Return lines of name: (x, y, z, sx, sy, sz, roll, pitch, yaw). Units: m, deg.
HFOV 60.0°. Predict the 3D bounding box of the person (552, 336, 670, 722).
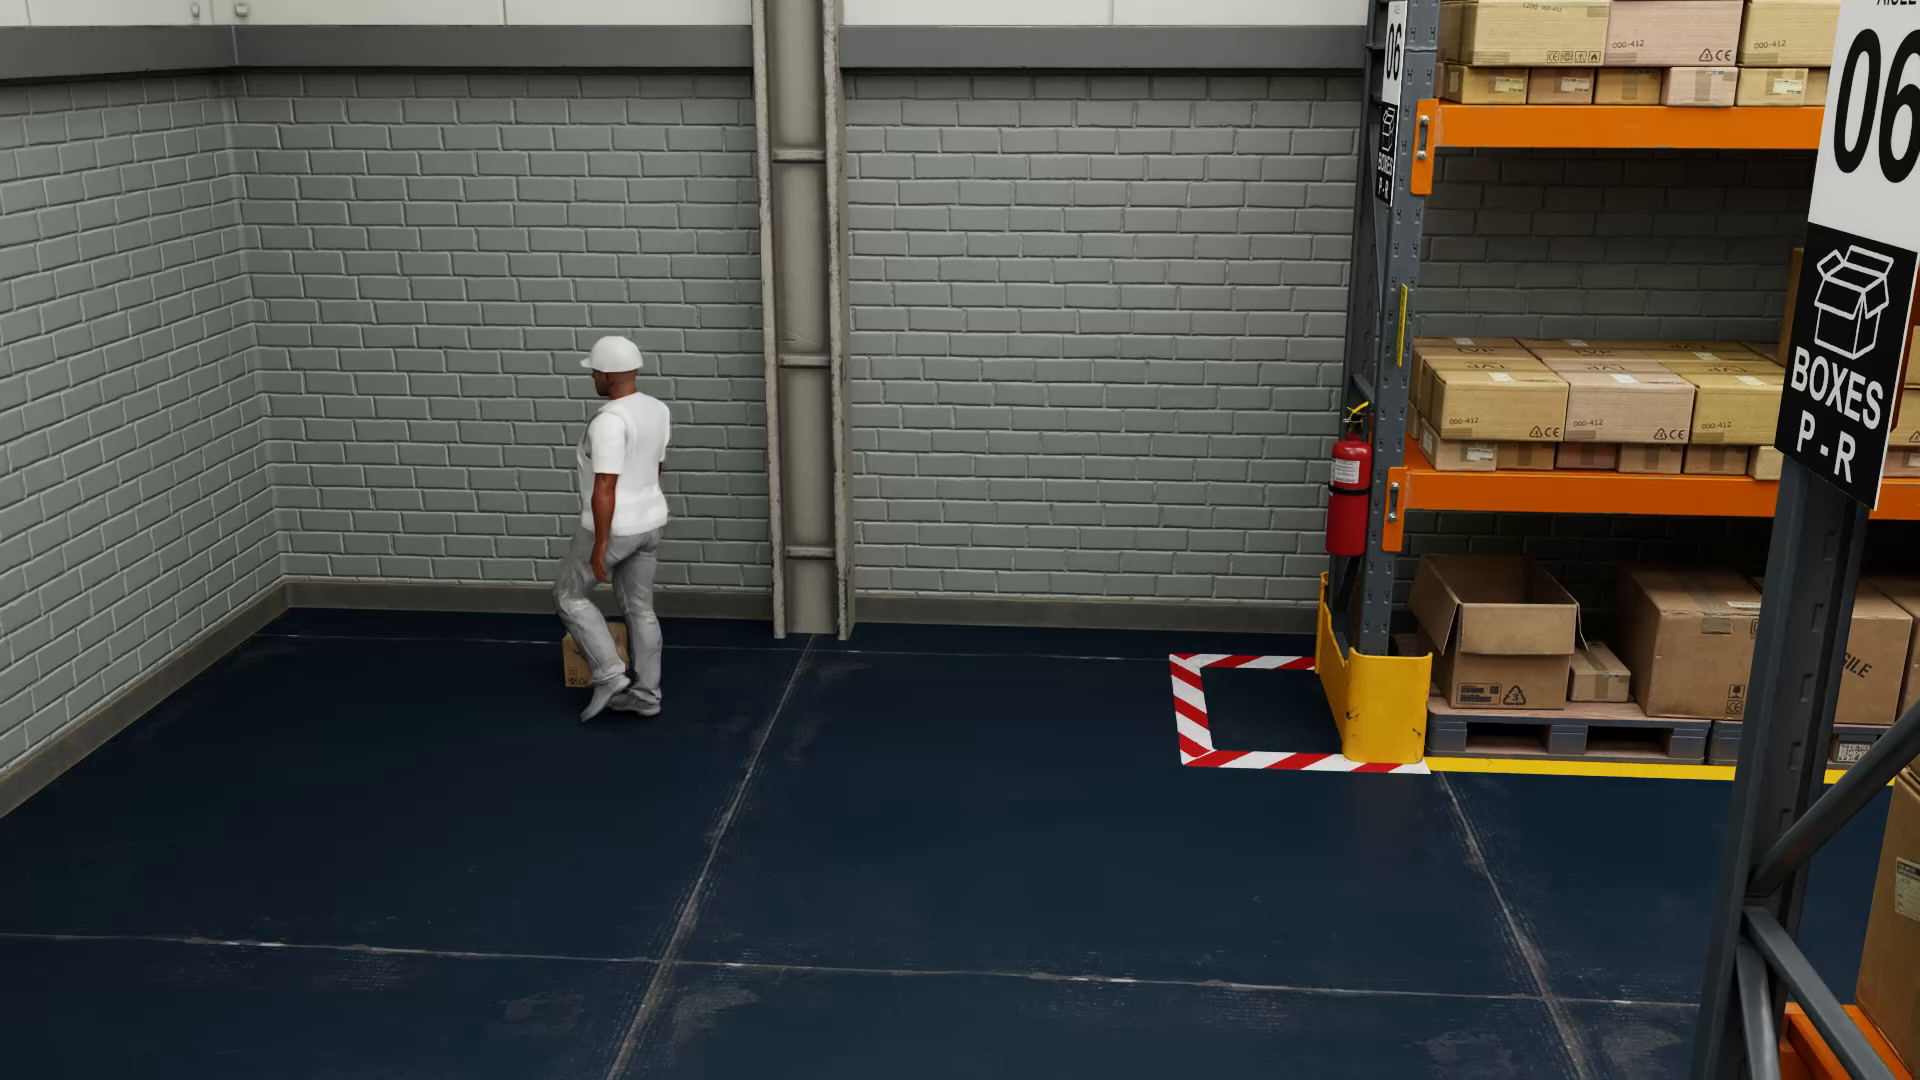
person: (-1.586, -0.056, 7.648, 0.483, 1.768, 0.634, 8, 19, 25)
